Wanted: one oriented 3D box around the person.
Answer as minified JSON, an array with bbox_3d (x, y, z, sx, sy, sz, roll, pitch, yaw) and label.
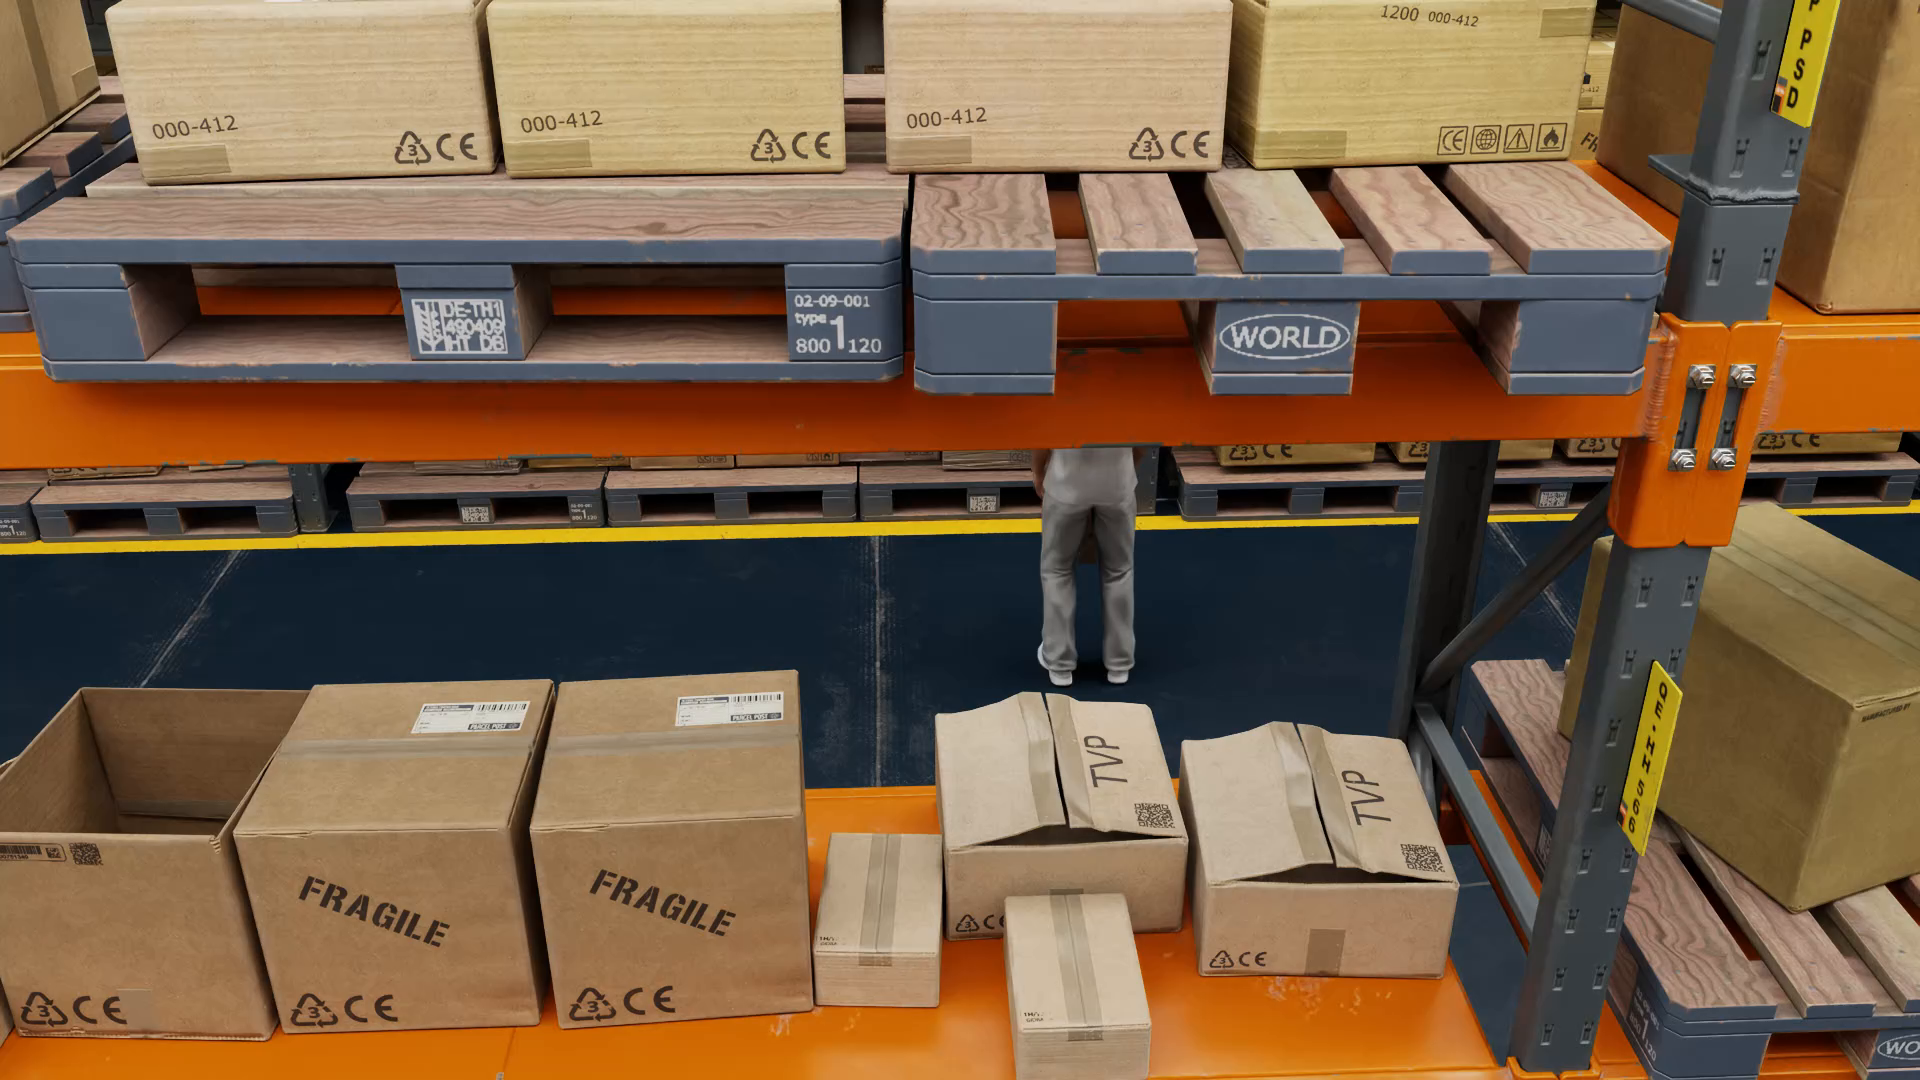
[{"bbox_3d":[0.501,-0.199,6.497,0.473,1.676,0.364,-2,28,-4],"label":"person"}]
